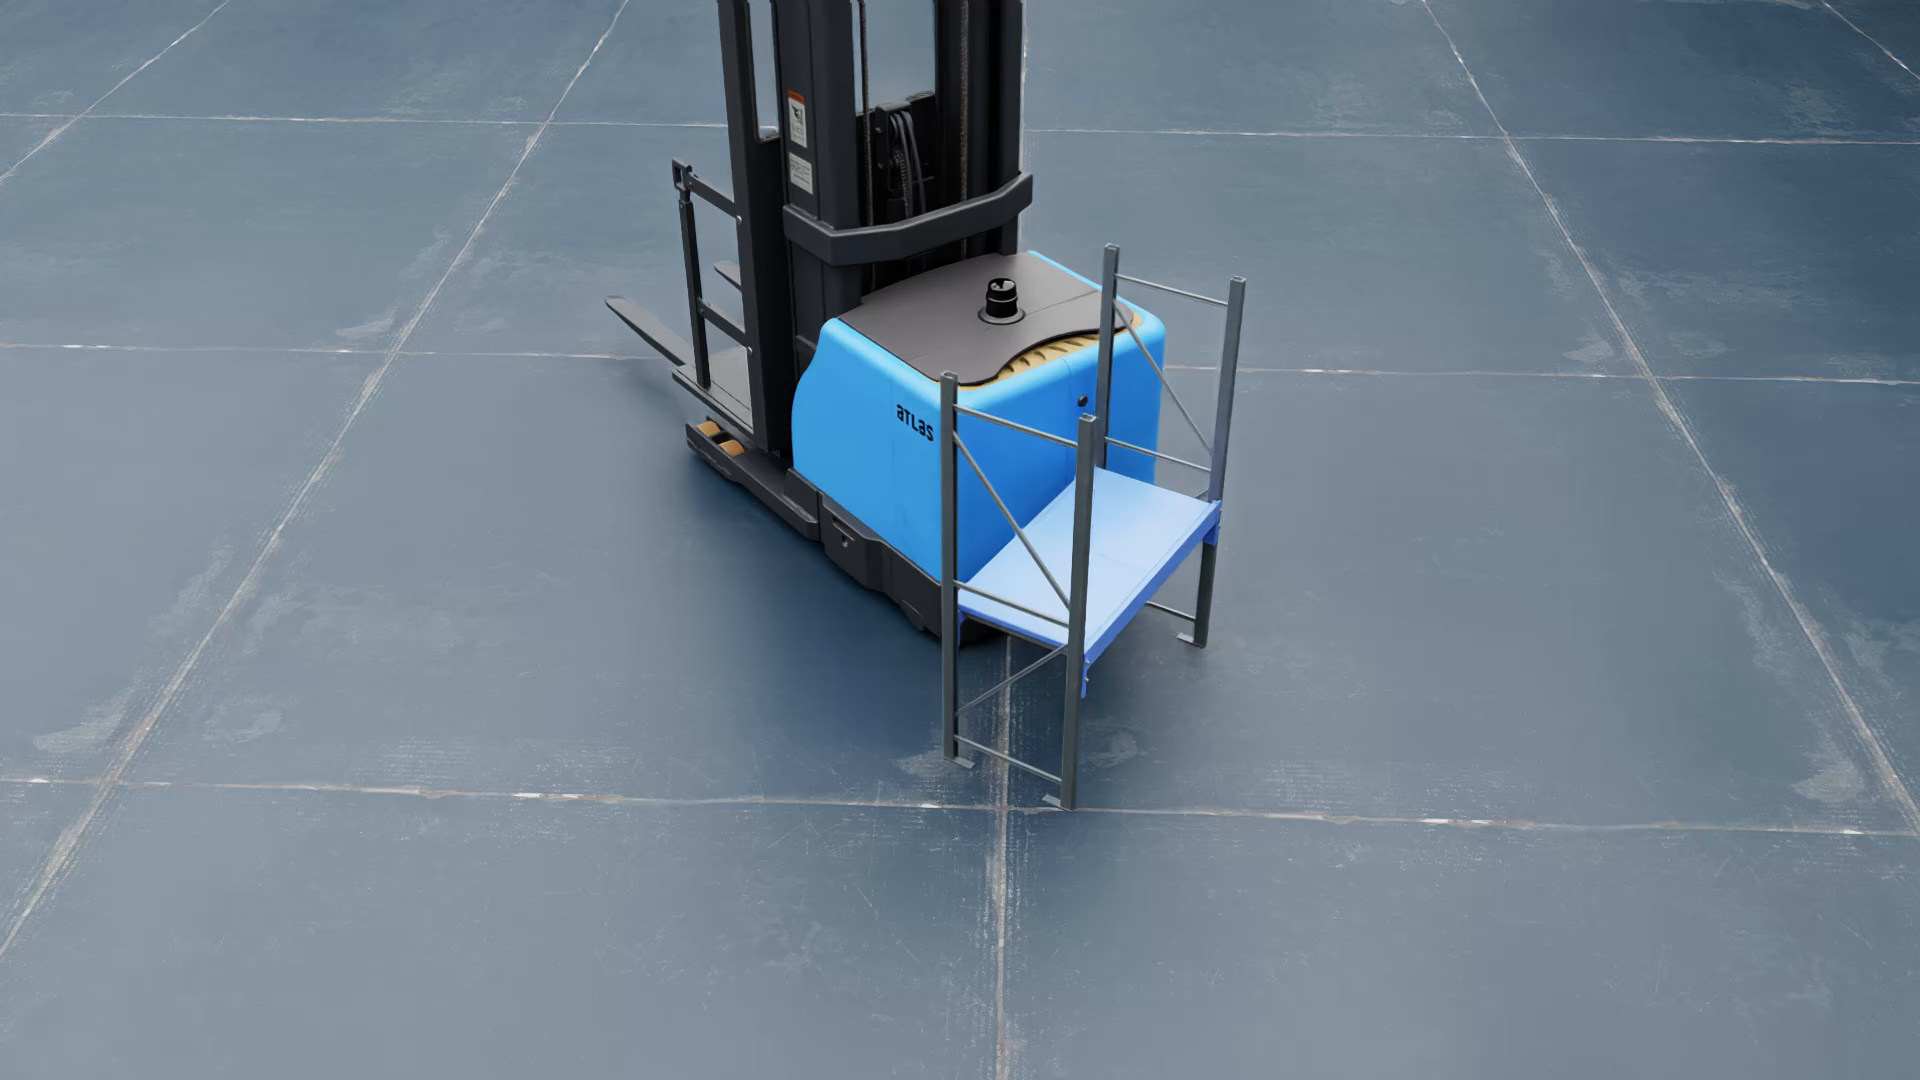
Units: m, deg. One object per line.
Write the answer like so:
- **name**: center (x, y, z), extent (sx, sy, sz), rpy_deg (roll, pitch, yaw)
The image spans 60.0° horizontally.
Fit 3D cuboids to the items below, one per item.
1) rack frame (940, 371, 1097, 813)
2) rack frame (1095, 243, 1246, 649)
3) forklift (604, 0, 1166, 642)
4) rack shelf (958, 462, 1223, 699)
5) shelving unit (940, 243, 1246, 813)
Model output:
- **rack frame**: center (0.162, 0.203, 5.157), extent (0.500, 1.500, 0.032), rpy_deg (20, 40, 26)
- **rack frame**: center (0.699, -0.293, 5.863), extent (0.500, 1.500, 0.032), rpy_deg (20, 40, 26)
- **forklift**: center (-0.532, -1.615, 6.499), extent (1.130, 2.935, 3.031), rpy_deg (-24, 42, -30)
- **rack shelf**: center (0.430, 0.102, 5.614), extent (0.538, 0.185, 1.000), rpy_deg (20, 40, 26)
- **shelving unit**: center (0.430, -0.045, 5.510), extent (0.538, 1.500, 1.048), rpy_deg (20, 40, 26)
